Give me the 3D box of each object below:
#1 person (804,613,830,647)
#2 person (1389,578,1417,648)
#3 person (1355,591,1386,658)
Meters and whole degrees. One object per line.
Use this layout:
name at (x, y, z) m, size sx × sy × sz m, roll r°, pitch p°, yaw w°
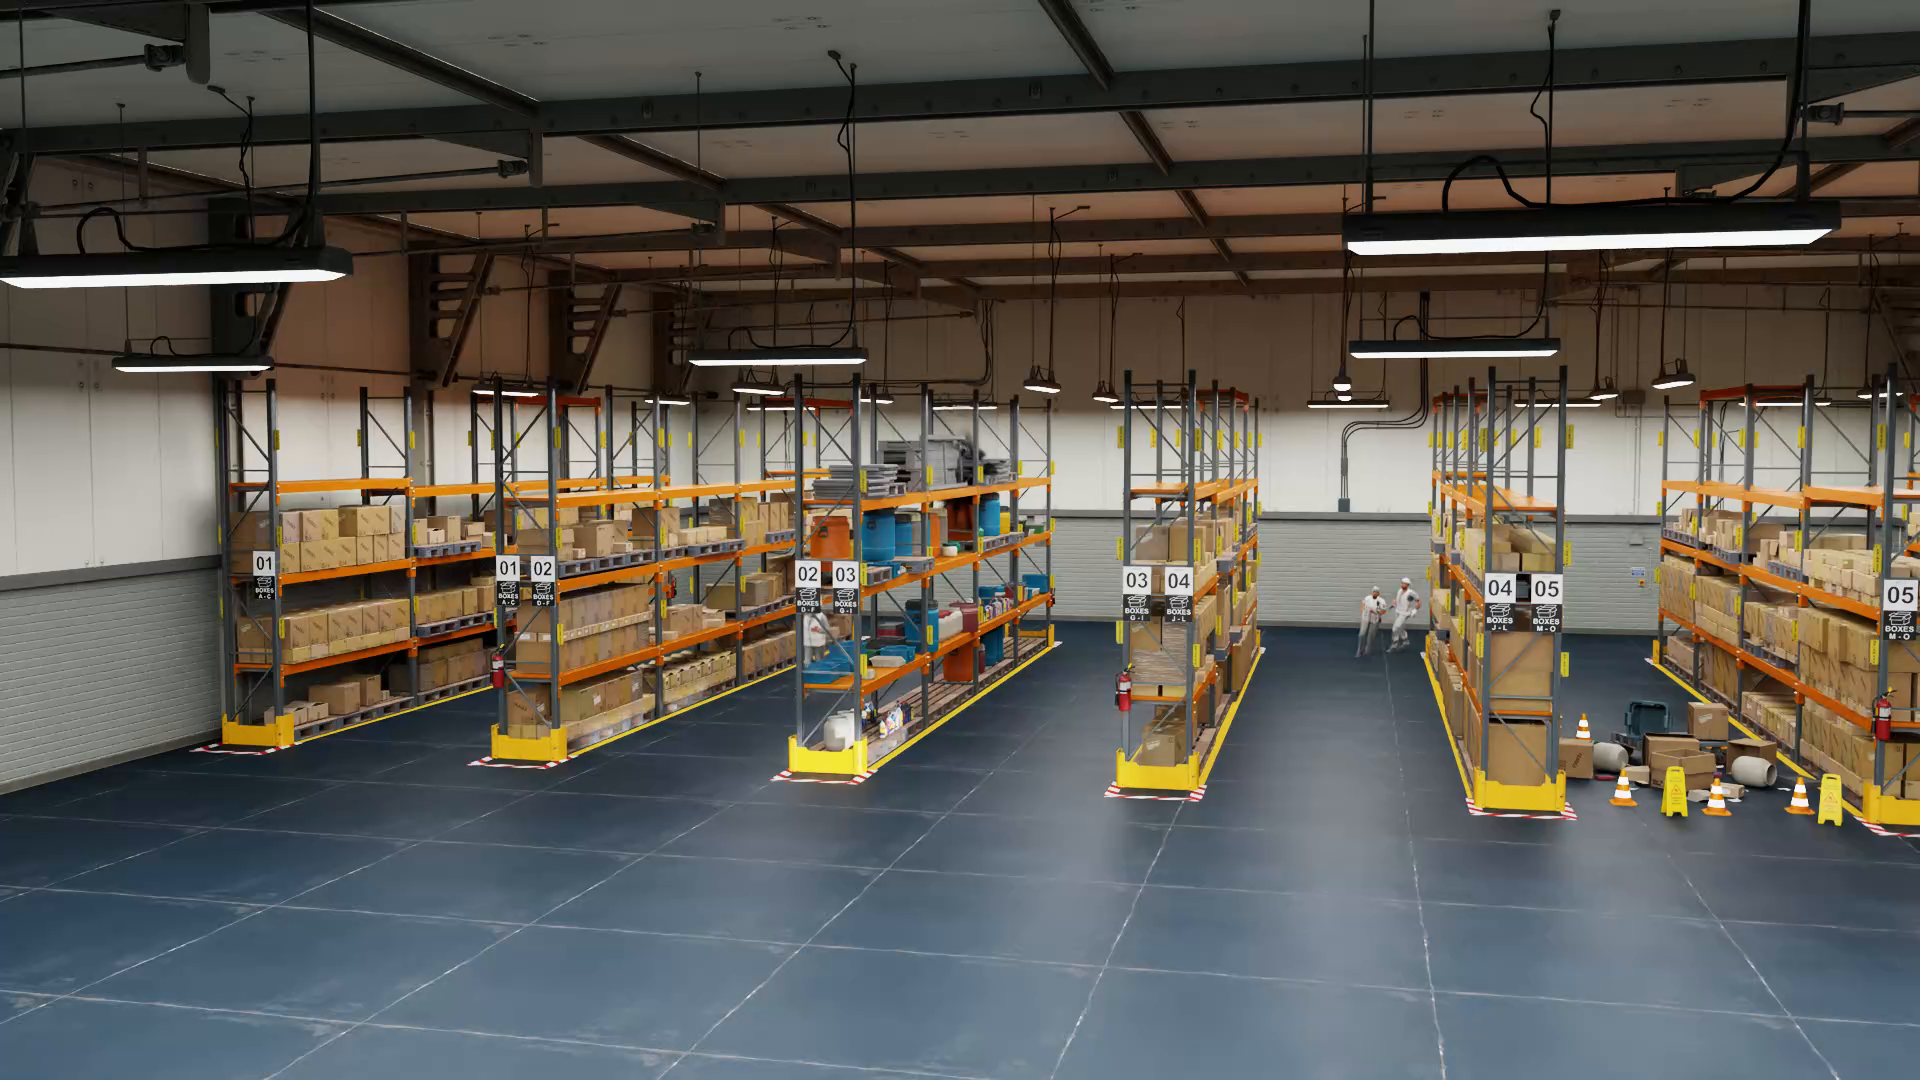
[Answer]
person at (-2.708, 1.523, 30.880) m, size 0.628 × 0.897 × 0.649 m, roll 1°, pitch 4°, yaw 12°
person at (10.408, 1.713, 39.053) m, size 0.608 × 1.672 × 0.645 m, roll -2°, pitch 4°, yaw -24°
person at (9.492, 1.925, 38.339) m, size 0.685 × 1.682 × 0.676 m, roll 1°, pitch 4°, yaw 23°
